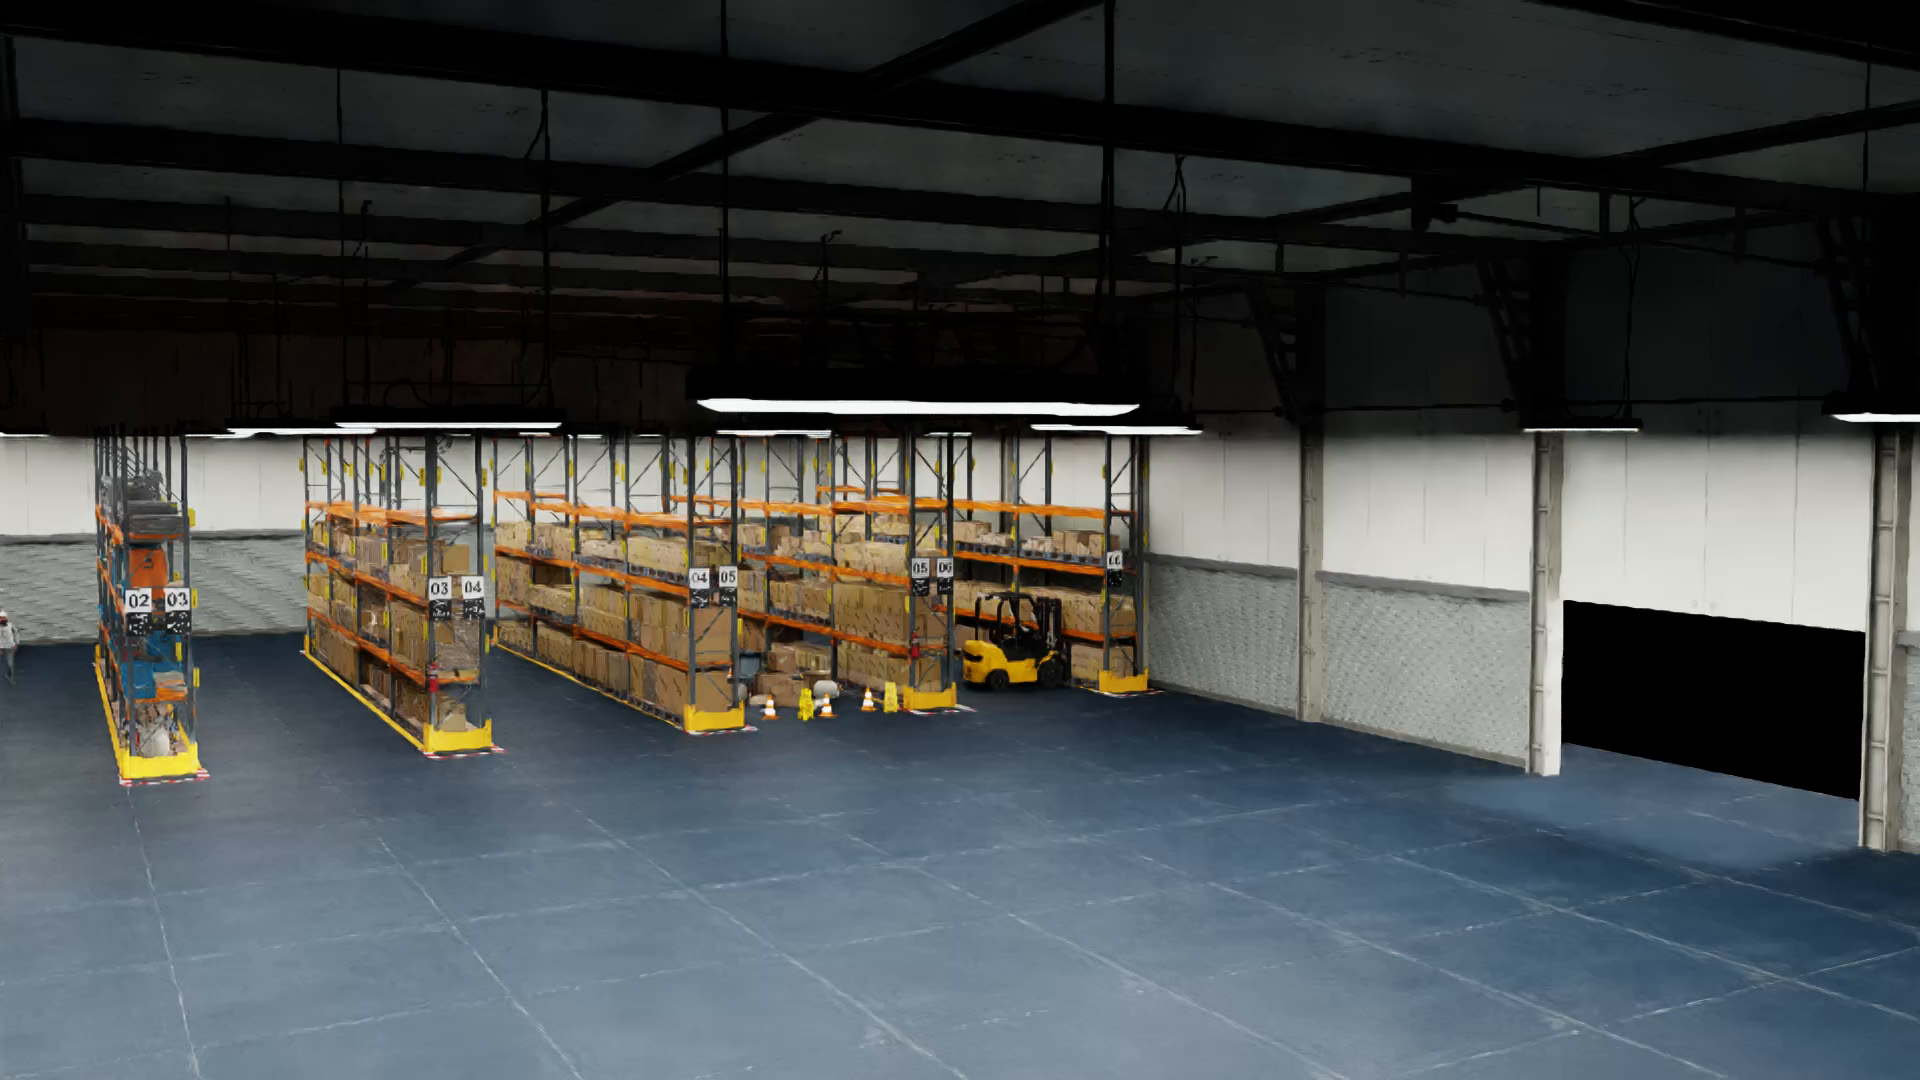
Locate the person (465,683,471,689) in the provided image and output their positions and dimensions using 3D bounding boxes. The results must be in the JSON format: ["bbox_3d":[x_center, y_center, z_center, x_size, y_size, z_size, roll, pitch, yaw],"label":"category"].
[{"bbox_3d":[-11.311,2.596,38.342,0.481,1.583,1.082,-2,4,-31],"label":"person"}]

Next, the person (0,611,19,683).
[{"bbox_3d":[-22.404,2.510,38.936,0.677,1.726,0.569,-2,4,-31],"label":"person"}]
